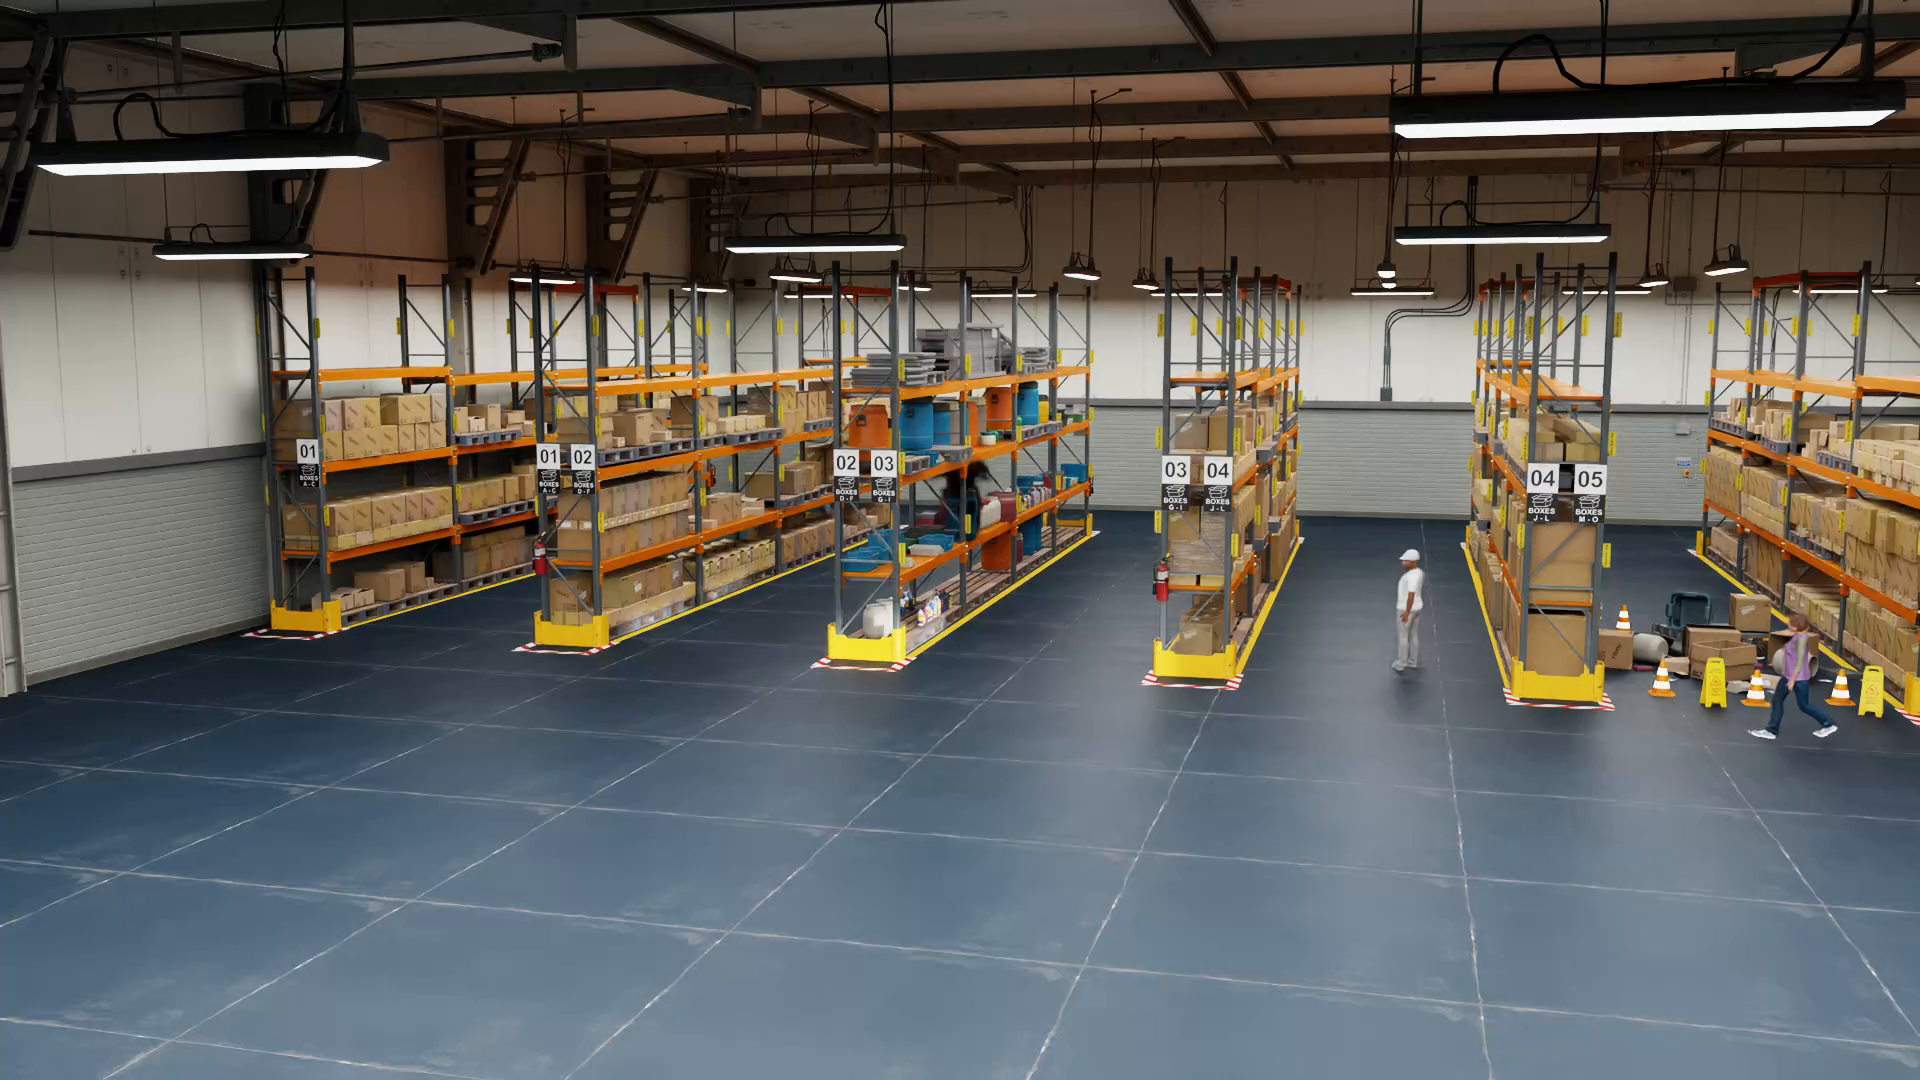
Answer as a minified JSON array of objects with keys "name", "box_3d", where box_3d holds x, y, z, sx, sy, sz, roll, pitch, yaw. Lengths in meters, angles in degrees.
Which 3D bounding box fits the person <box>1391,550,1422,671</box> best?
[{"name":"person","box_3d":[6.623,1.024,24.535,0.423,1.780,0.573,6,9,38]}]

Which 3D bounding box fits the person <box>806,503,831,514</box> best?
[{"name":"person","box_3d":[-3.721,-1.474,44.384,1.008,1.731,0.707,4,8,30]}]

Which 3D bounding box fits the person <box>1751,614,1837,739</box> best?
[{"name":"person","box_3d":[10.181,1.668,20.190,0.901,1.559,0.408,0,7,2]}]
